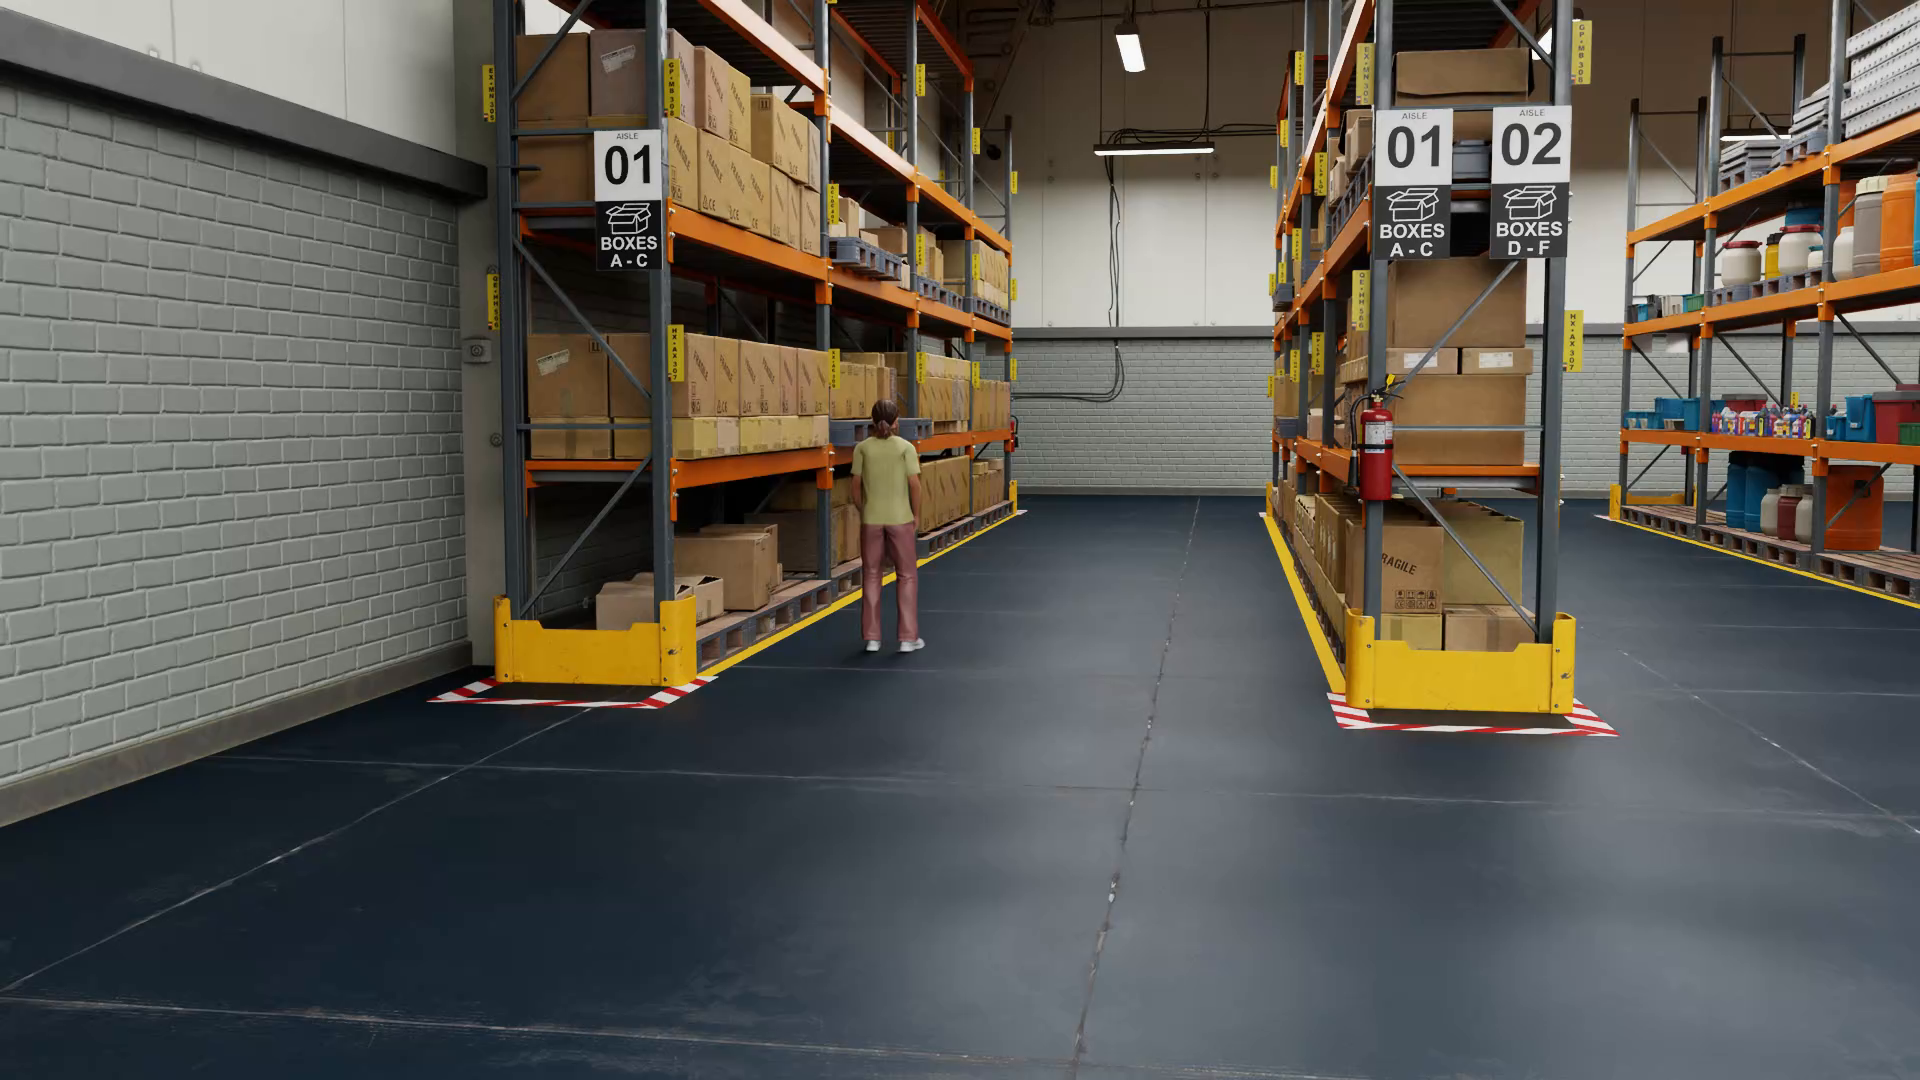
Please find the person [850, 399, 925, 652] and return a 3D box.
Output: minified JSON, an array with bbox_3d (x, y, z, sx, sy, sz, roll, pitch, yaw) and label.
[{"bbox_3d":[-0.486,-0.099,11.079,0.477,1.676,0.363,1,5,7],"label":"person"}]
